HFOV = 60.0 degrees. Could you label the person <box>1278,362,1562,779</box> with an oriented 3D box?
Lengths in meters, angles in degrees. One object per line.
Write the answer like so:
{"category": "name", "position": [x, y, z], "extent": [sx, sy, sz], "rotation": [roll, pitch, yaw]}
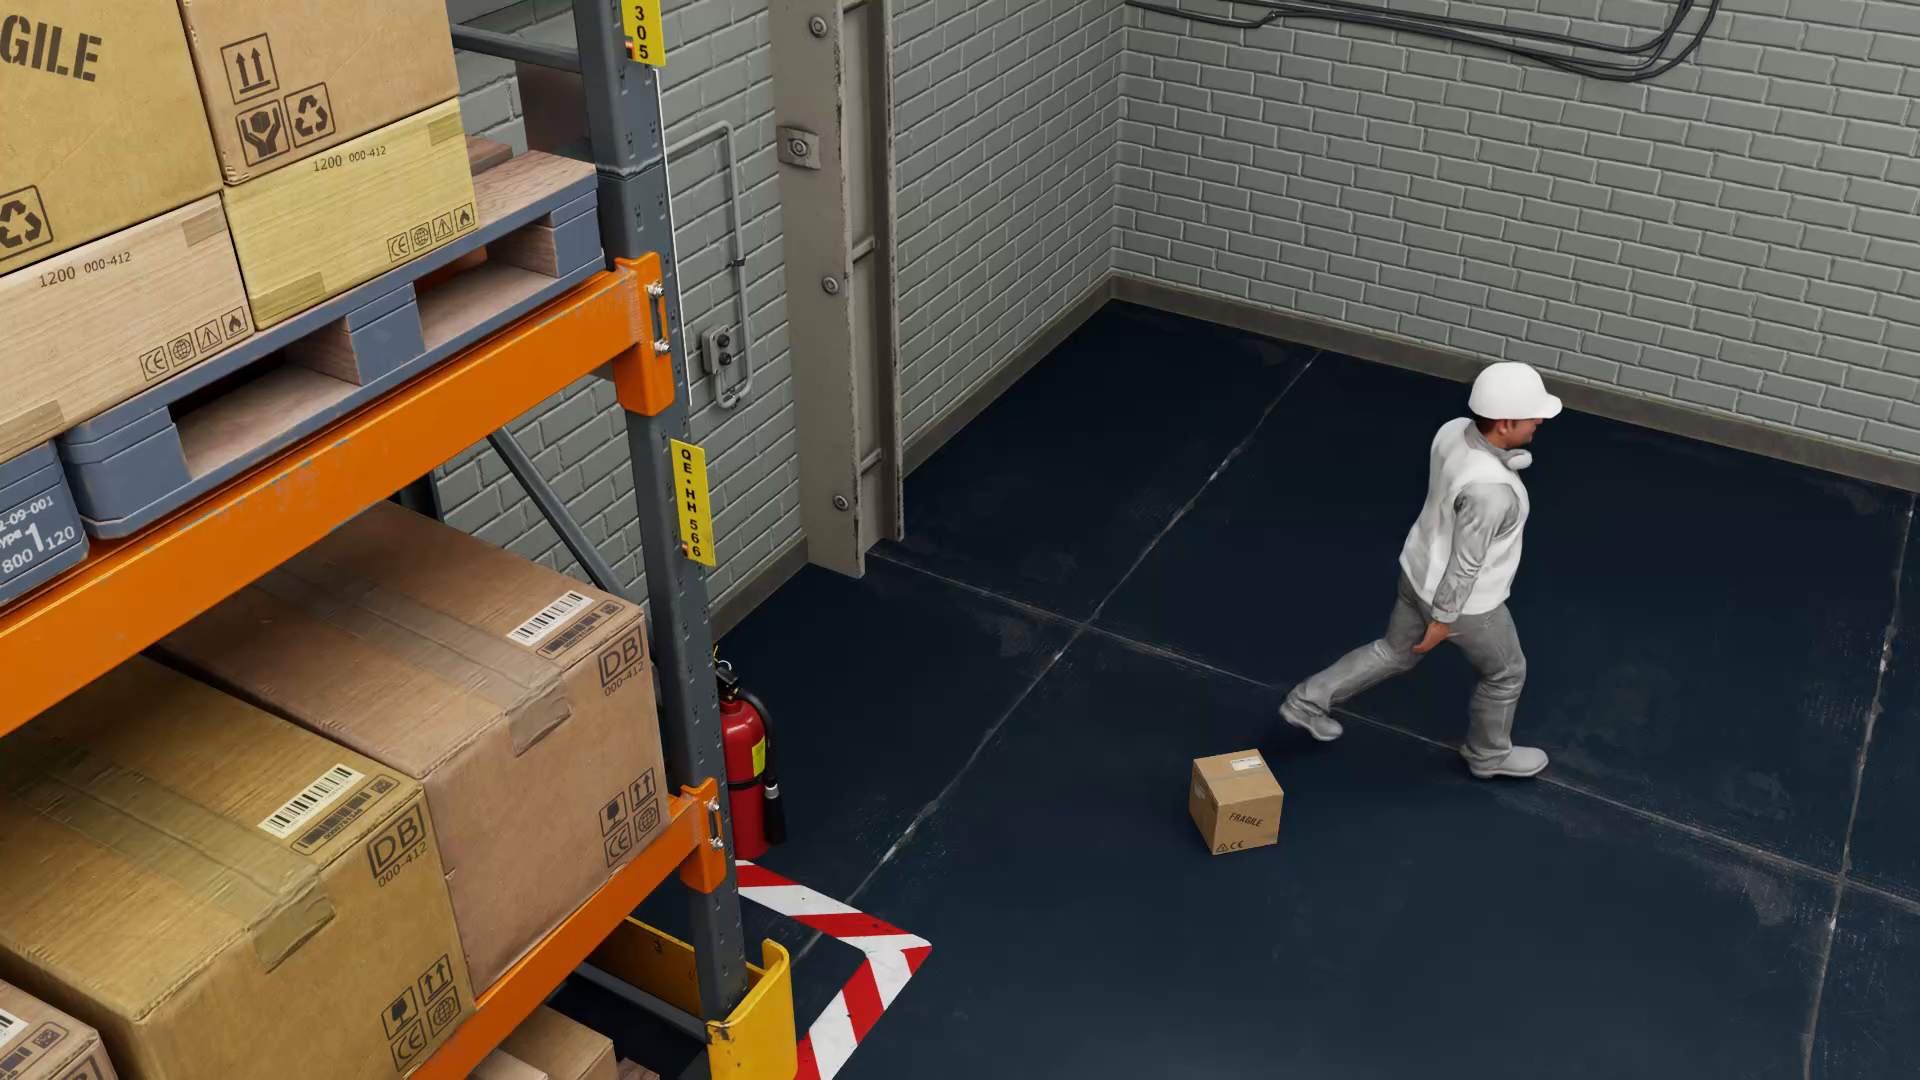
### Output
{"category": "person", "position": [1.726, 0.135, 5.916], "extent": [1.012, 1.729, 0.542], "rotation": [-3, 34, -4]}
